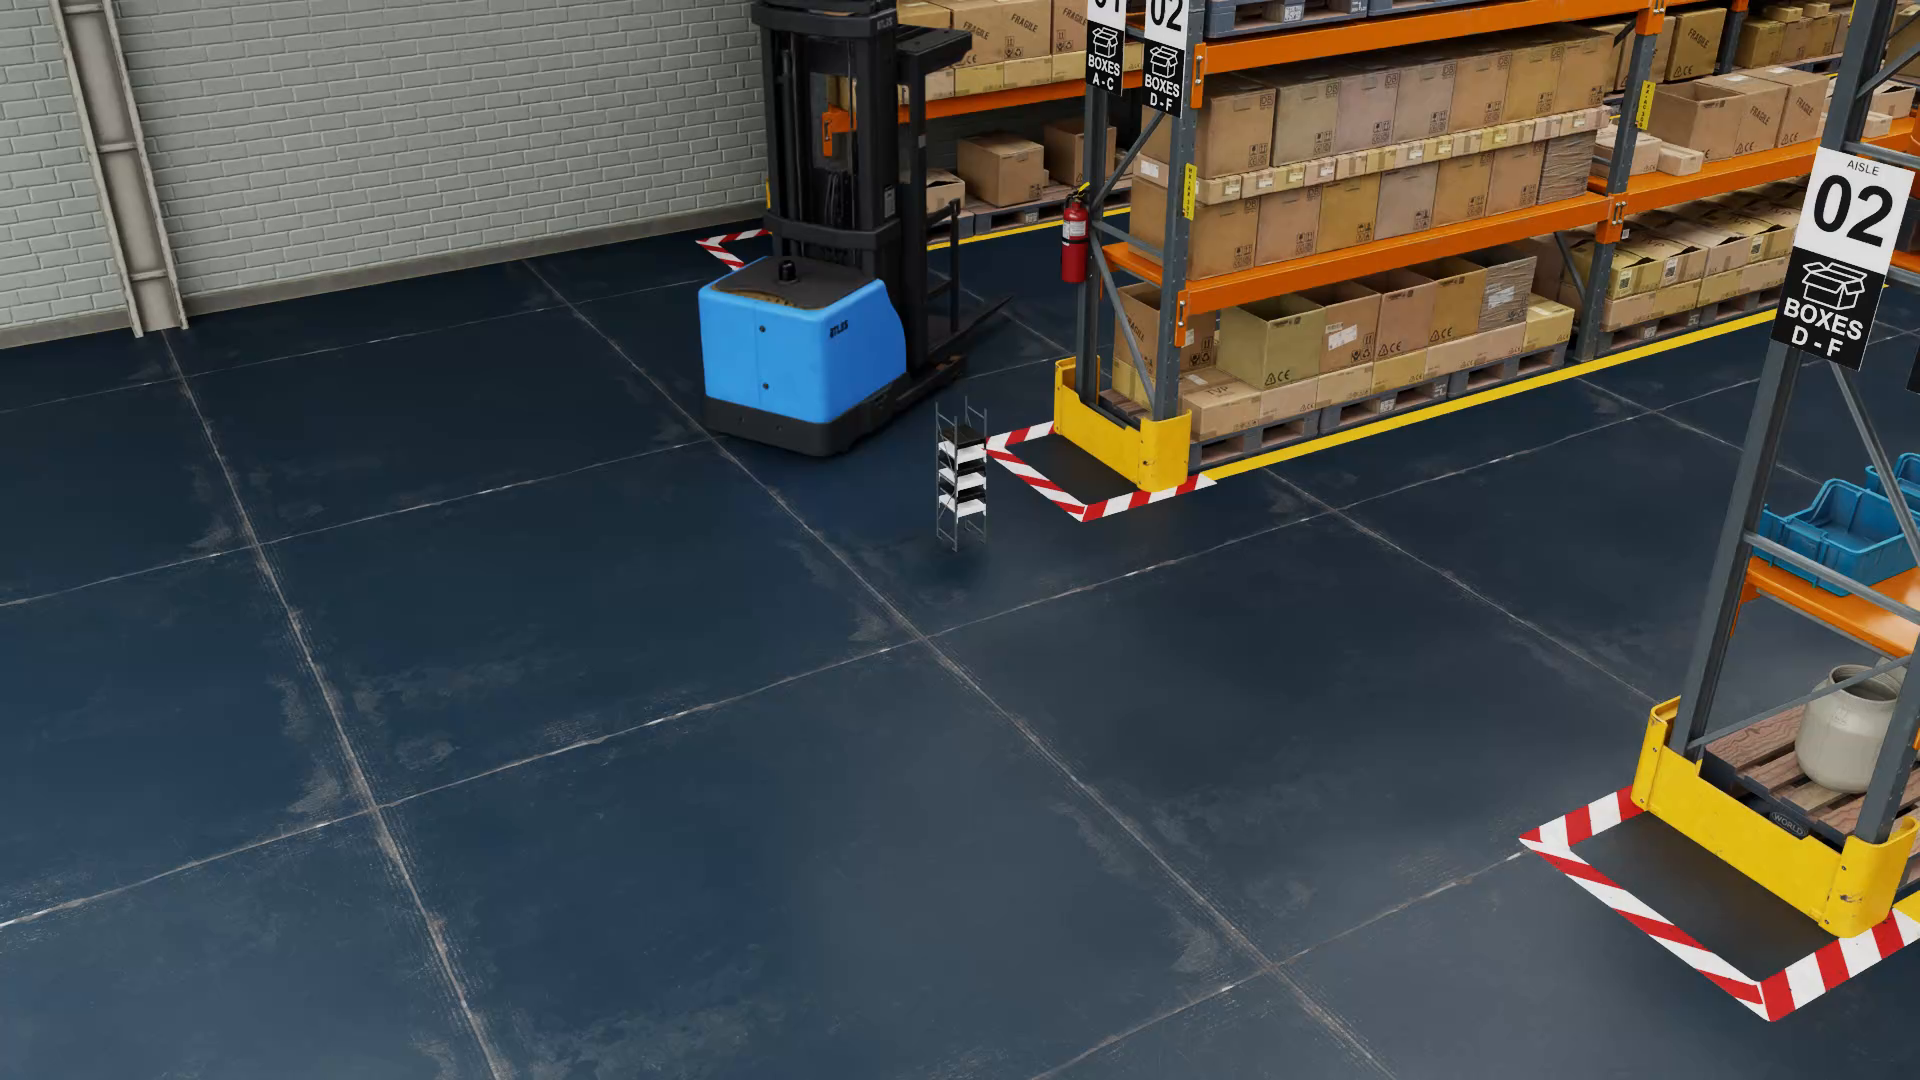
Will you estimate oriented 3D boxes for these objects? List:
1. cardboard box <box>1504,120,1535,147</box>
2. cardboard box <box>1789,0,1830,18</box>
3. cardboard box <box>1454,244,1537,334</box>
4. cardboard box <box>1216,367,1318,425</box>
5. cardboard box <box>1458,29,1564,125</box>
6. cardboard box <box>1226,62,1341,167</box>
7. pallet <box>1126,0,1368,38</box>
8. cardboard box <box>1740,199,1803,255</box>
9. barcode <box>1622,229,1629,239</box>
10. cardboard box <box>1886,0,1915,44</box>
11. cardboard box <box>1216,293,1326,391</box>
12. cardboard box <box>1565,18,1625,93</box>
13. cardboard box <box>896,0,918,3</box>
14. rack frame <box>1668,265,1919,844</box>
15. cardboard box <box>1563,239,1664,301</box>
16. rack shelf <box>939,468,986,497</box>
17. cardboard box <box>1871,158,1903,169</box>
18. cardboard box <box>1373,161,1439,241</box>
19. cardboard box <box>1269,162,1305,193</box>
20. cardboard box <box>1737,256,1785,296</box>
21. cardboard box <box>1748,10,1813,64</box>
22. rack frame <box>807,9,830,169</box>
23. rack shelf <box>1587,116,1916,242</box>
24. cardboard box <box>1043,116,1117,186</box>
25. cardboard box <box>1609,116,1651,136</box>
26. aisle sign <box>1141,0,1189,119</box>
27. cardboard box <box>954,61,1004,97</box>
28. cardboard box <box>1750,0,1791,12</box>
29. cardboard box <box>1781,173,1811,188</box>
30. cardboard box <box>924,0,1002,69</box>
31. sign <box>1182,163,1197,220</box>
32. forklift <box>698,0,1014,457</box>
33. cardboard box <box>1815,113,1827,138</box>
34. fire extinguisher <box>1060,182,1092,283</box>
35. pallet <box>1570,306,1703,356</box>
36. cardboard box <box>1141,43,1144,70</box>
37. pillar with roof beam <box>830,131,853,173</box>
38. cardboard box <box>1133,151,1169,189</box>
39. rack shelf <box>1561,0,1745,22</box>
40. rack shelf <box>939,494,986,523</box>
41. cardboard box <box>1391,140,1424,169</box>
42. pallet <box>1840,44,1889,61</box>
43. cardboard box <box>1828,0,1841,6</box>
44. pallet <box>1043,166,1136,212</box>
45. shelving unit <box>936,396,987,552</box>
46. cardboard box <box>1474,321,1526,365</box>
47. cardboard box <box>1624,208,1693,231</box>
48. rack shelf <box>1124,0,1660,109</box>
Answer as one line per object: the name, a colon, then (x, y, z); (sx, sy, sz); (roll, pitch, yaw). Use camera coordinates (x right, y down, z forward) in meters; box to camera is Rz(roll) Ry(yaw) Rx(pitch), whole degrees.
cardboard box: (3.754, -2.863, 11.558); (0.250, 0.149, 0.380); (-16, 33, -26)
cardboard box: (10.464, -6.551, 20.497); (0.250, 0.149, 0.380); (-17, 33, -28)
cardboard box: (3.819, -1.867, 12.163); (0.500, 0.500, 0.500); (-16, 33, -26)
cardboard box: (2.100, -1.044, 11.448); (0.500, 0.250, 0.500); (-16, 33, -26)
cardboard box: (3.730, -3.257, 11.600); (0.500, 0.500, 0.700); (-16, 33, -26)
cardboard box: (2.001, -2.766, 10.711); (0.500, 0.500, 0.700); (-17, 33, -28)
pallet: (1.719, -3.338, 10.181); (1.213, 0.211, 1.003); (-16, 33, -26)
cardboard box: (6.785, -2.602, 13.691); (0.500, 0.311, 0.500); (-16, 33, -27)
barcode: (4.976, -2.288, 12.429); (0.075, 0.075, 0.001); (-16, 33, -26)
cardboard box: (11.825, -6.757, 21.542); (0.500, 0.500, 0.700); (-16, 33, -26)
cardboard box: (2.101, -1.371, 11.265); (0.500, 0.500, 0.500); (-16, 33, -26)
cardboard box: (6.940, -5.502, 18.905); (0.750, 0.750, 0.750); (-16, 33, -27)
cardboard box: (-0.679, -4.558, 14.764); (0.500, 0.500, 0.500); (-15, 32, -26)
rack frame: (3.602, 0.163, 6.850); (0.127, 3.000, 1.000); (-16, 33, -26)
cardboard box: (5.027, -2.103, 12.787); (0.500, 0.311, 0.500); (-16, 33, -26)
rack shelf: (0.007, -0.367, 10.052); (0.200, 0.077, 0.258); (-16, 33, -26)
cardboard box: (8.681, -3.284, 15.229); (0.500, 0.500, 0.500); (-15, 32, -24)
cardboard box: (2.838, -2.434, 11.452); (0.500, 0.500, 0.700); (-15, 32, -25)
cardboard box: (1.985, -2.362, 10.650); (0.250, 0.149, 0.380); (-16, 33, -26)
cardboard box: (6.344, -2.232, 13.602); (0.500, 0.250, 0.500); (-15, 32, -25)
cardboard box: (10.061, -6.253, 20.628); (0.500, 0.500, 0.700); (-16, 33, -27)
rack frame: (-1.417, -3.964, 14.328); (0.127, 3.000, 1.000); (-16, 33, -26)
rack shelf: (6.269, -3.055, 13.426); (4.000, 0.370, 1.077); (-16, 33, -26)
cardboard box: (1.157, -3.770, 16.109); (0.500, 0.500, 0.500); (-19, 34, -30)
cardboard box: (5.210, -3.113, 12.926); (0.258, 0.266, 0.396); (-17, 33, -28)
aisle sign: (1.195, -2.896, 9.702); (0.004, 0.787, 0.394); (-16, 33, -26)
cardboard box: (0.047, -4.149, 14.799); (0.500, 0.250, 0.500); (-16, 33, -27)
cardboard box: (10.080, -6.657, 20.689); (0.250, 0.149, 0.380); (-17, 33, -28)
cardboard box: (7.393, -3.079, 14.556); (0.500, 0.311, 0.500); (-15, 32, -25)
cardboard box: (0.027, -4.468, 14.599); (0.500, 0.500, 0.500); (-17, 33, -28)
sign: (1.372, -2.082, 9.941); (0.005, 0.325, 0.100); (-16, 33, -26)
forklift: (-0.599, -2.518, 11.779); (1.130, 2.935, 3.031); (15, 32, 26)
cardboard box: (6.922, -3.414, 13.591); (0.250, 0.149, 0.380); (-13, 32, -23)
fire extinguisher: (0.759, -2.032, 10.907); (0.183, 0.674, 0.296); (-16, 33, -26)
pallet: (5.160, -1.856, 13.395); (1.213, 0.211, 1.003); (-16, 33, -26)
cardboard box: (1.777, -4.644, 15.695); (0.500, 0.250, 0.500); (-16, 33, -26)
pillar with roof beam: (0.929, -5.329, 10.592); (0.400, 9.000, 9.100); (-16, 33, -26)
cardboard box: (1.329, -2.402, 10.723); (0.250, 0.149, 0.380); (-16, 33, -27)
rack shelf: (7.205, -6.097, 18.938); (4.000, 0.370, 1.077); (-16, 33, -26)
rack shelf: (0.007, -0.209, 10.139); (0.200, 0.077, 0.258); (-16, 33, -26)
cardboard box: (2.869, -2.611, 11.102); (0.250, 0.149, 0.380); (-16, 32, -26)
pallet: (11.728, -6.431, 21.685); (1.213, 0.211, 1.003); (-16, 33, -26)
cardboard box: (10.960, -6.907, 21.142); (0.250, 0.149, 0.380); (-15, 32, -26)
pallet: (1.471, -3.543, 16.452); (1.213, 0.211, 1.003); (-16, 33, -26)
shelving unit: (0.007, -0.396, 10.036); (0.210, 0.900, 0.258); (-16, 33, -26)
cardboard box: (3.820, -1.537, 12.343); (0.500, 0.250, 0.500); (-16, 33, -26)
cardboard box: (5.626, -2.576, 13.643); (0.500, 0.311, 0.500); (-16, 33, -26)
rack shelf: (2.820, -3.389, 10.927); (4.000, 0.370, 1.077); (-16, 33, -26)
